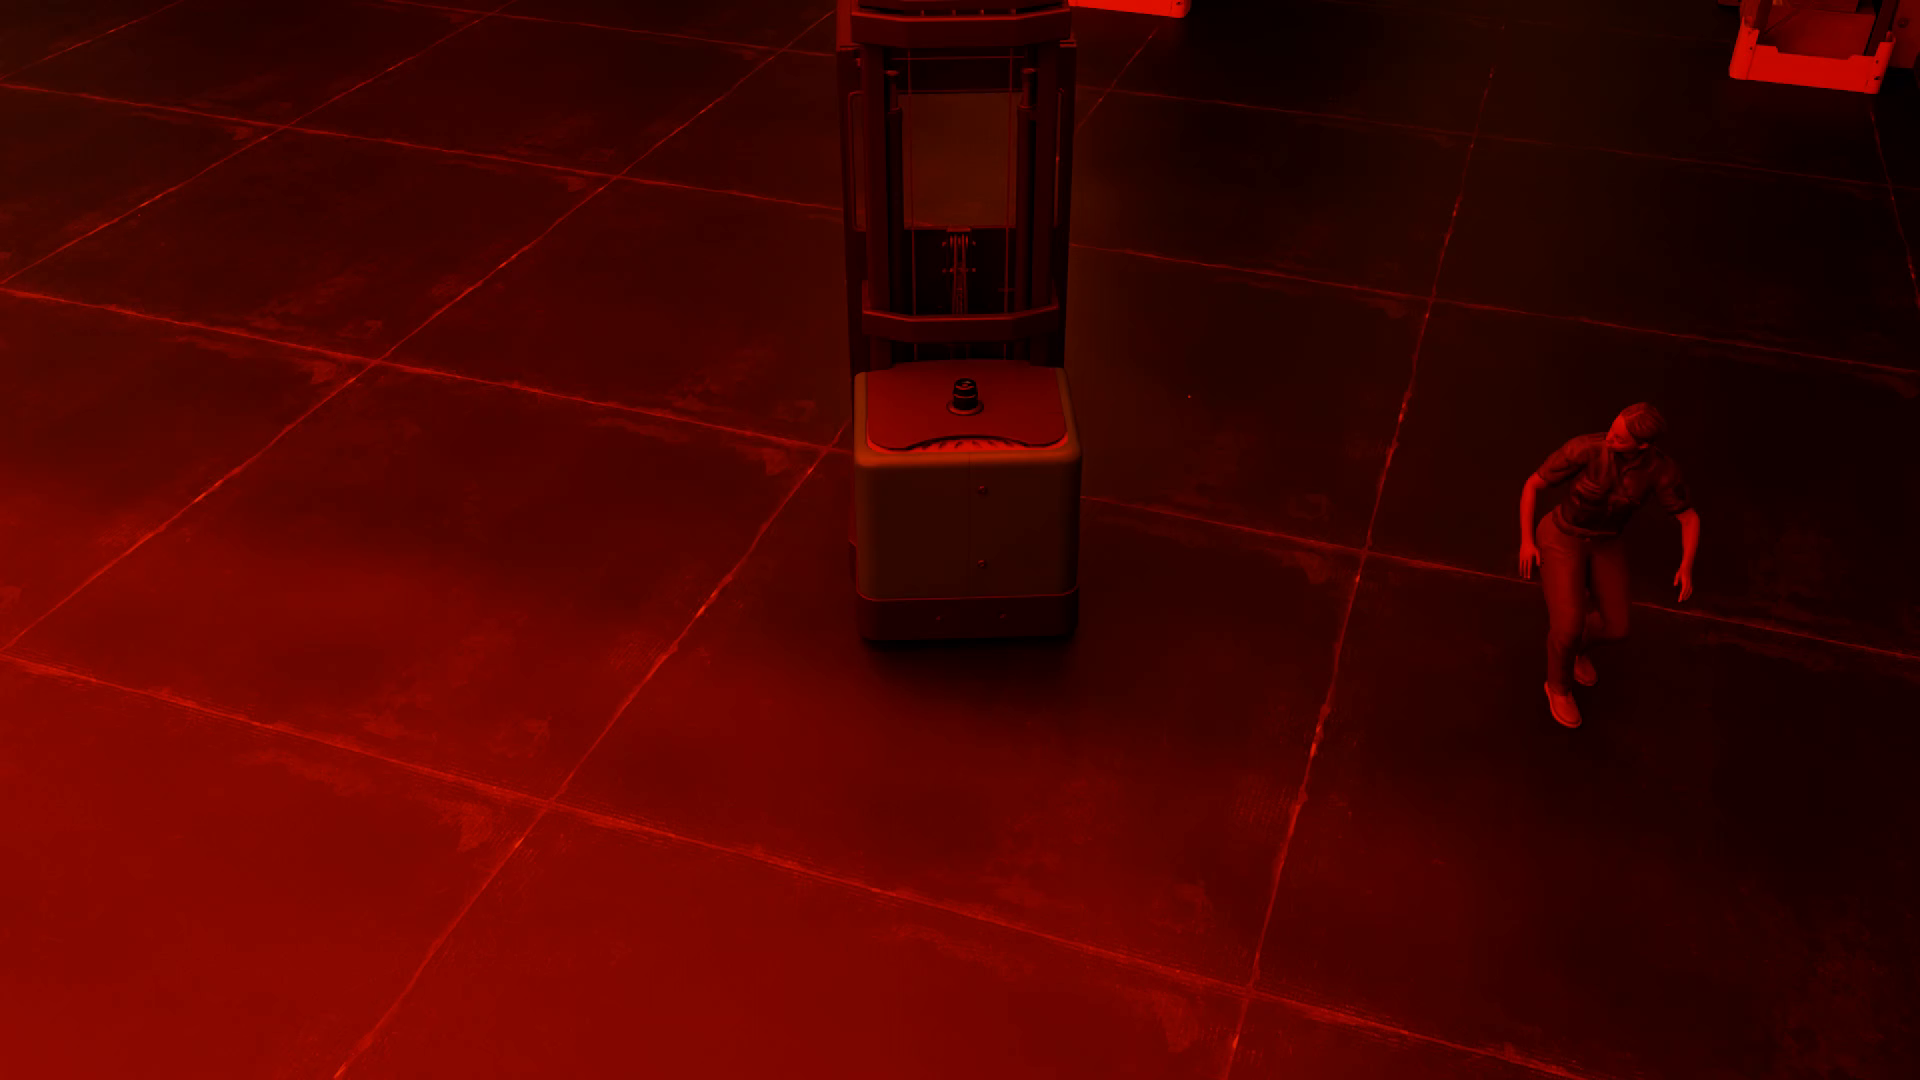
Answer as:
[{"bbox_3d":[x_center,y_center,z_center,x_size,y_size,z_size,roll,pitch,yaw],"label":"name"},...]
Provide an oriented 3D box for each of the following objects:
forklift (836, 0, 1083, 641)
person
[{"bbox_3d":[-0.029,-1.547,8.293,1.130,2.935,3.031,-2,35,-2],"label":"forklift"},{"bbox_3d":[2.740,0.110,7.141,0.741,1.558,0.712,-2,35,-3],"label":"person"}]
